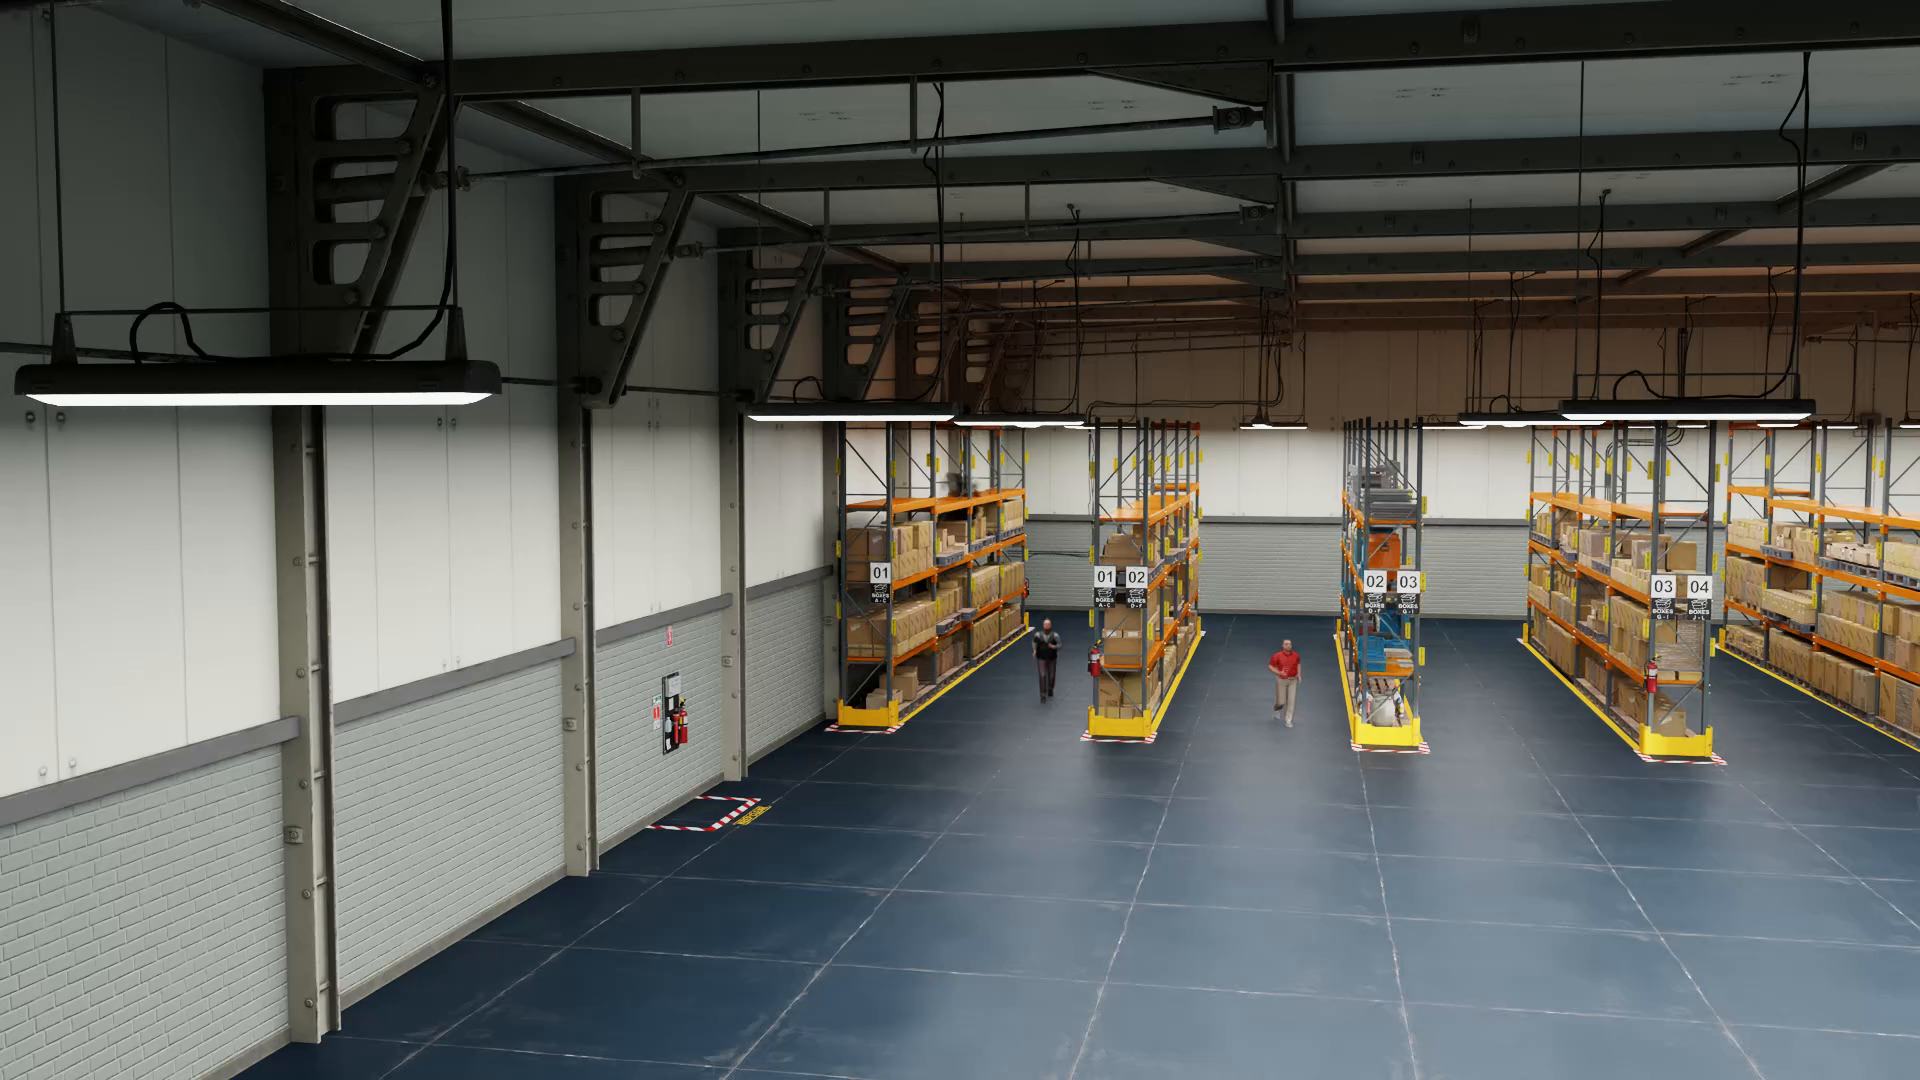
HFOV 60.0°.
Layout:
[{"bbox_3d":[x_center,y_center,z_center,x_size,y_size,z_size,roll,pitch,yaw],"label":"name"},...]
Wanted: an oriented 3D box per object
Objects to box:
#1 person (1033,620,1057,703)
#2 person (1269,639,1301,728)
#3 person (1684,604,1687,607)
[{"bbox_3d":[1.805,2.548,35.289,0.524,1.709,0.968,0,4,2],"label":"person"},{"bbox_3d":[6.350,2.772,32.415,0.668,1.691,0.741,0,4,-7],"label":"person"},{"bbox_3d":[18.543,2.099,42.413,0.696,1.735,0.698,1,4,22],"label":"person"}]
